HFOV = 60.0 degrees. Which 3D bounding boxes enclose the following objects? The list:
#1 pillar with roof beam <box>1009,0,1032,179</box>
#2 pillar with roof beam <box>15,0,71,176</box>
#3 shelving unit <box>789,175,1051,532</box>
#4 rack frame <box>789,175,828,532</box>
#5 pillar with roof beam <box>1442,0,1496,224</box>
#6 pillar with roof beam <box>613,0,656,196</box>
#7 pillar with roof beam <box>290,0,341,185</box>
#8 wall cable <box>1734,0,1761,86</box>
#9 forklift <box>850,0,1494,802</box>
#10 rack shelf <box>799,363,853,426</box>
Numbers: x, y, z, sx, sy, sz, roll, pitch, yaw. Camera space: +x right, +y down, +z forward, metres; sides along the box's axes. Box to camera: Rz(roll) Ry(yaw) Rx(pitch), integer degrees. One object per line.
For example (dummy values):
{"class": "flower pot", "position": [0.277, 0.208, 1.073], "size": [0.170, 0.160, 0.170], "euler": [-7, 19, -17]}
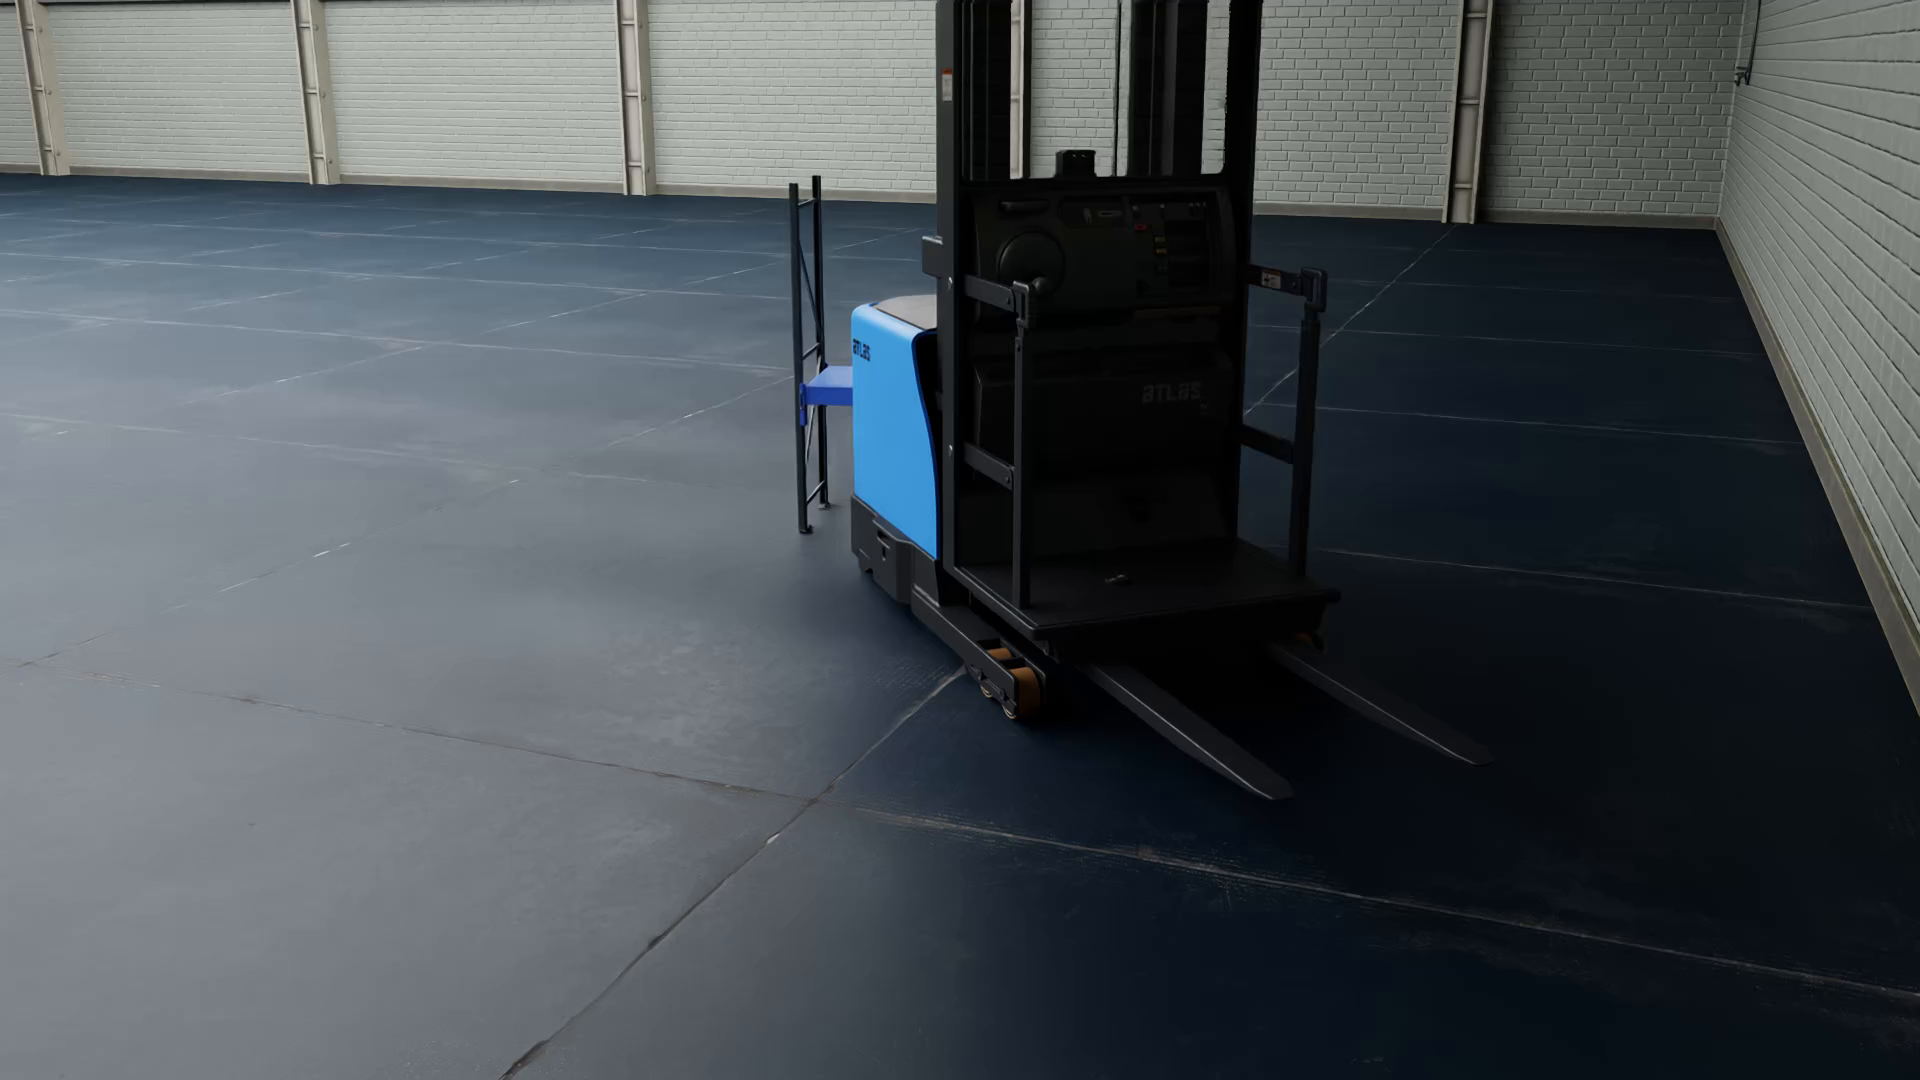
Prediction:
{"class": "pillar with roof beam", "position": [-0.850, -7.838, 18.032], "size": [0.400, 9.000, 9.100], "euler": [6, 17, 21]}
{"class": "pillar with roof beam", "position": [-17.594, -9.679, 24.374], "size": [0.400, 9.000, 9.100], "euler": [6, 17, 21]}
{"class": "shelving unit", "position": [-0.158, -0.805, 7.257], "size": [1.048, 1.500, 0.538], "euler": [2, 16, 7]}
{"class": "rack frame", "position": [-0.662, -0.823, 7.318], "size": [0.032, 1.500, 0.500], "euler": [2, 16, 7]}
{"class": "pillar with roof beam", "position": [4.732, -7.224, 15.918], "size": [0.400, 9.000, 9.100], "euler": [6, 17, 21]}
{"class": "pillar with roof beam", "position": [-6.431, -8.452, 20.146], "size": [0.400, 9.000, 9.100], "euler": [6, 17, 21]}
{"class": "pillar with roof beam", "position": [-12.013, -9.066, 22.260], "size": [0.400, 9.000, 9.100], "euler": [6, 17, 21]}
{"class": "wall cable", "position": [8.567, -6.205, 17.977], "size": [0.112, 2.526, 3.097], "euler": [6, 17, 21]}
{"class": "forklift", "position": [0.557, -0.973, 5.267], "size": [1.130, 2.935, 3.031], "euler": [-6, 17, -20]}
{"class": "rack shelf", "position": [-0.158, -0.632, 7.307], "size": [1.000, 0.185, 0.538], "euler": [2, 16, 7]}
